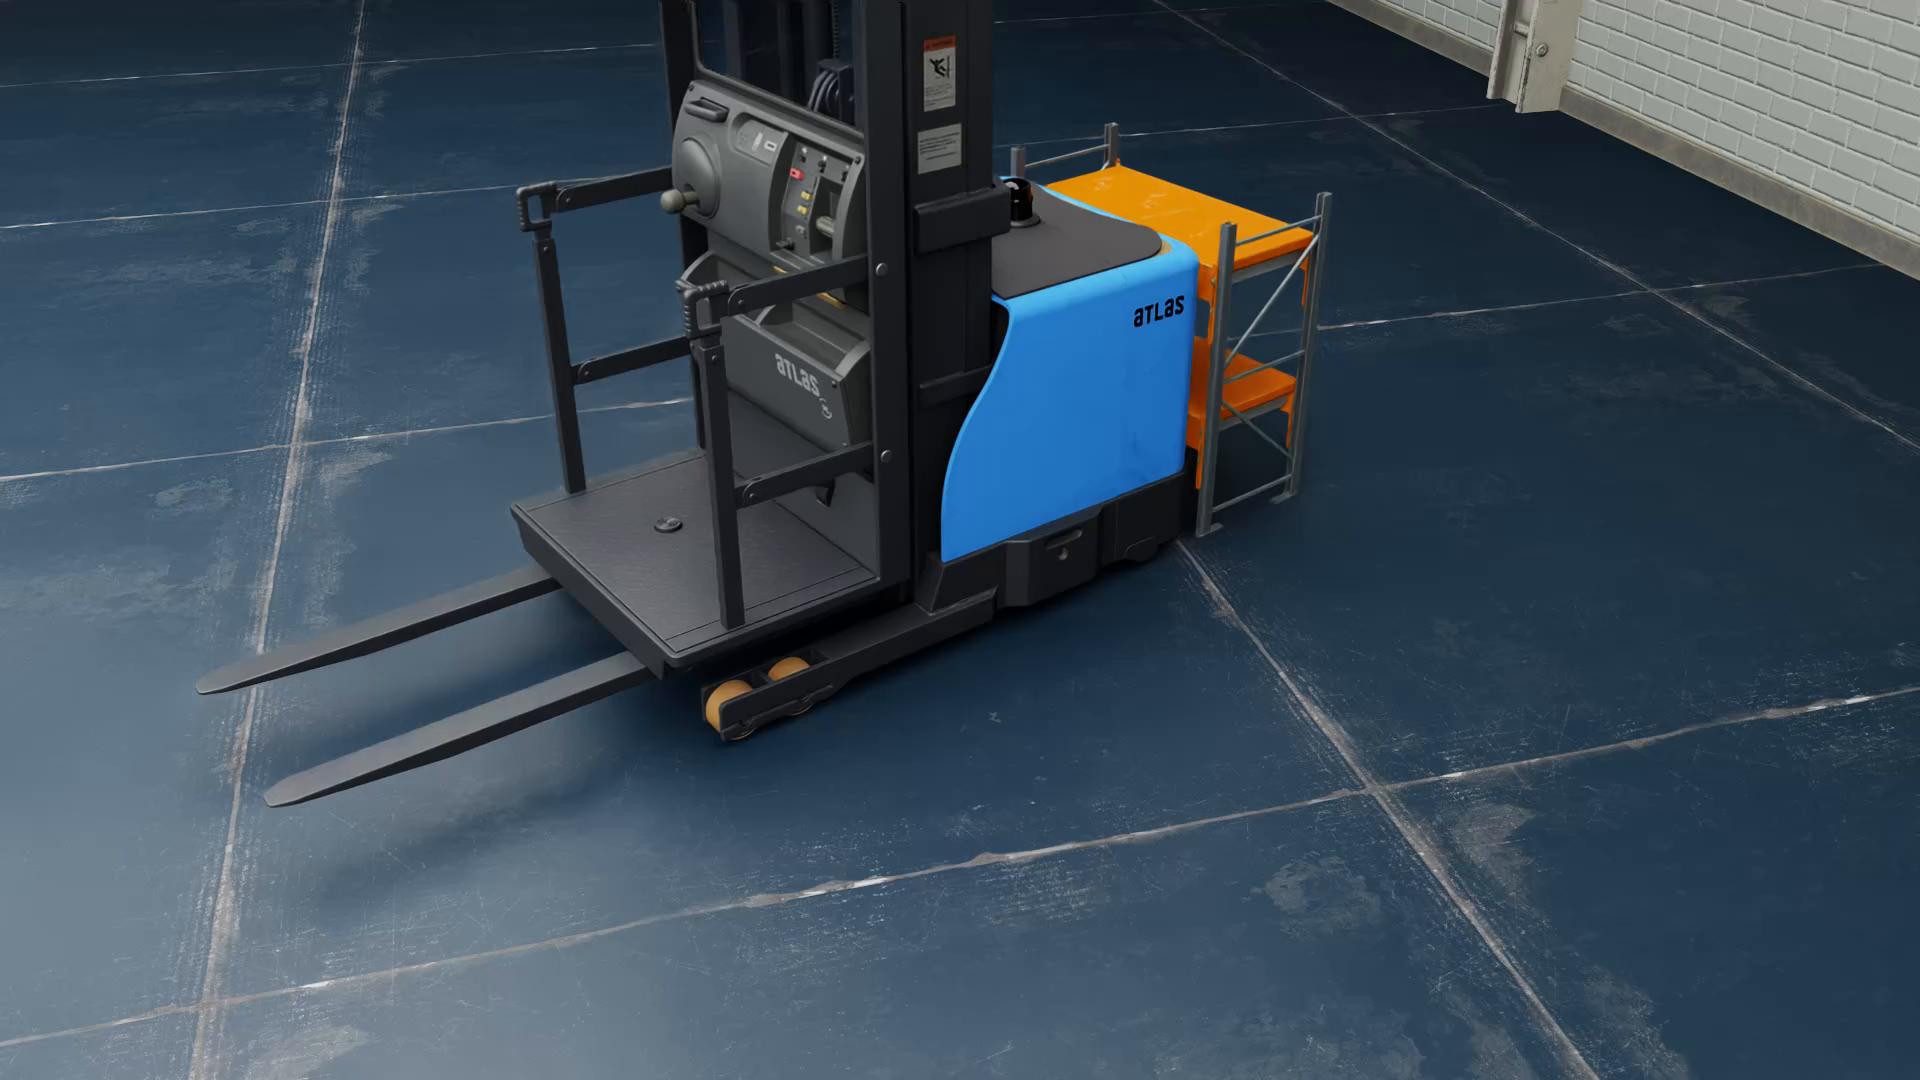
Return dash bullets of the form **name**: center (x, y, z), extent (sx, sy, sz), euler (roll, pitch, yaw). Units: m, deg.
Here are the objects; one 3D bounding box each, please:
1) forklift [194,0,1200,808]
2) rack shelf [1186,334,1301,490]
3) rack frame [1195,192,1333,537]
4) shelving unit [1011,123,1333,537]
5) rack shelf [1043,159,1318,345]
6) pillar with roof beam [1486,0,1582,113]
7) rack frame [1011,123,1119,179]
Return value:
- **forklift**: center (-0.717, -0.998, 4.549), extent (3.031, 2.935, 1.130), euler (-21, 36, -31)
- **rack shelf**: center (0.703, -0.568, 6.092), extent (0.538, 0.278, 1.000), euler (-22, 37, -33)
- **rack frame**: center (1.022, -0.580, 5.628), extent (0.500, 1.125, 0.032), euler (-22, 37, -33)
- **shelving unit**: center (0.703, -0.779, 5.969), extent (0.538, 1.125, 1.048), euler (-22, 37, -33)
- **rack shelf**: center (0.704, -1.032, 5.822), extent (0.538, 0.278, 1.000), euler (-22, 37, -33)
- **pillar with roof beam**: center (-0.579, -6.090, 7.288), extent (9.100, 9.000, 0.400), euler (-8, 31, -13)
- **rack frame**: center (0.384, -0.979, 6.311), extent (0.500, 1.125, 0.032), euler (-22, 37, -33)
